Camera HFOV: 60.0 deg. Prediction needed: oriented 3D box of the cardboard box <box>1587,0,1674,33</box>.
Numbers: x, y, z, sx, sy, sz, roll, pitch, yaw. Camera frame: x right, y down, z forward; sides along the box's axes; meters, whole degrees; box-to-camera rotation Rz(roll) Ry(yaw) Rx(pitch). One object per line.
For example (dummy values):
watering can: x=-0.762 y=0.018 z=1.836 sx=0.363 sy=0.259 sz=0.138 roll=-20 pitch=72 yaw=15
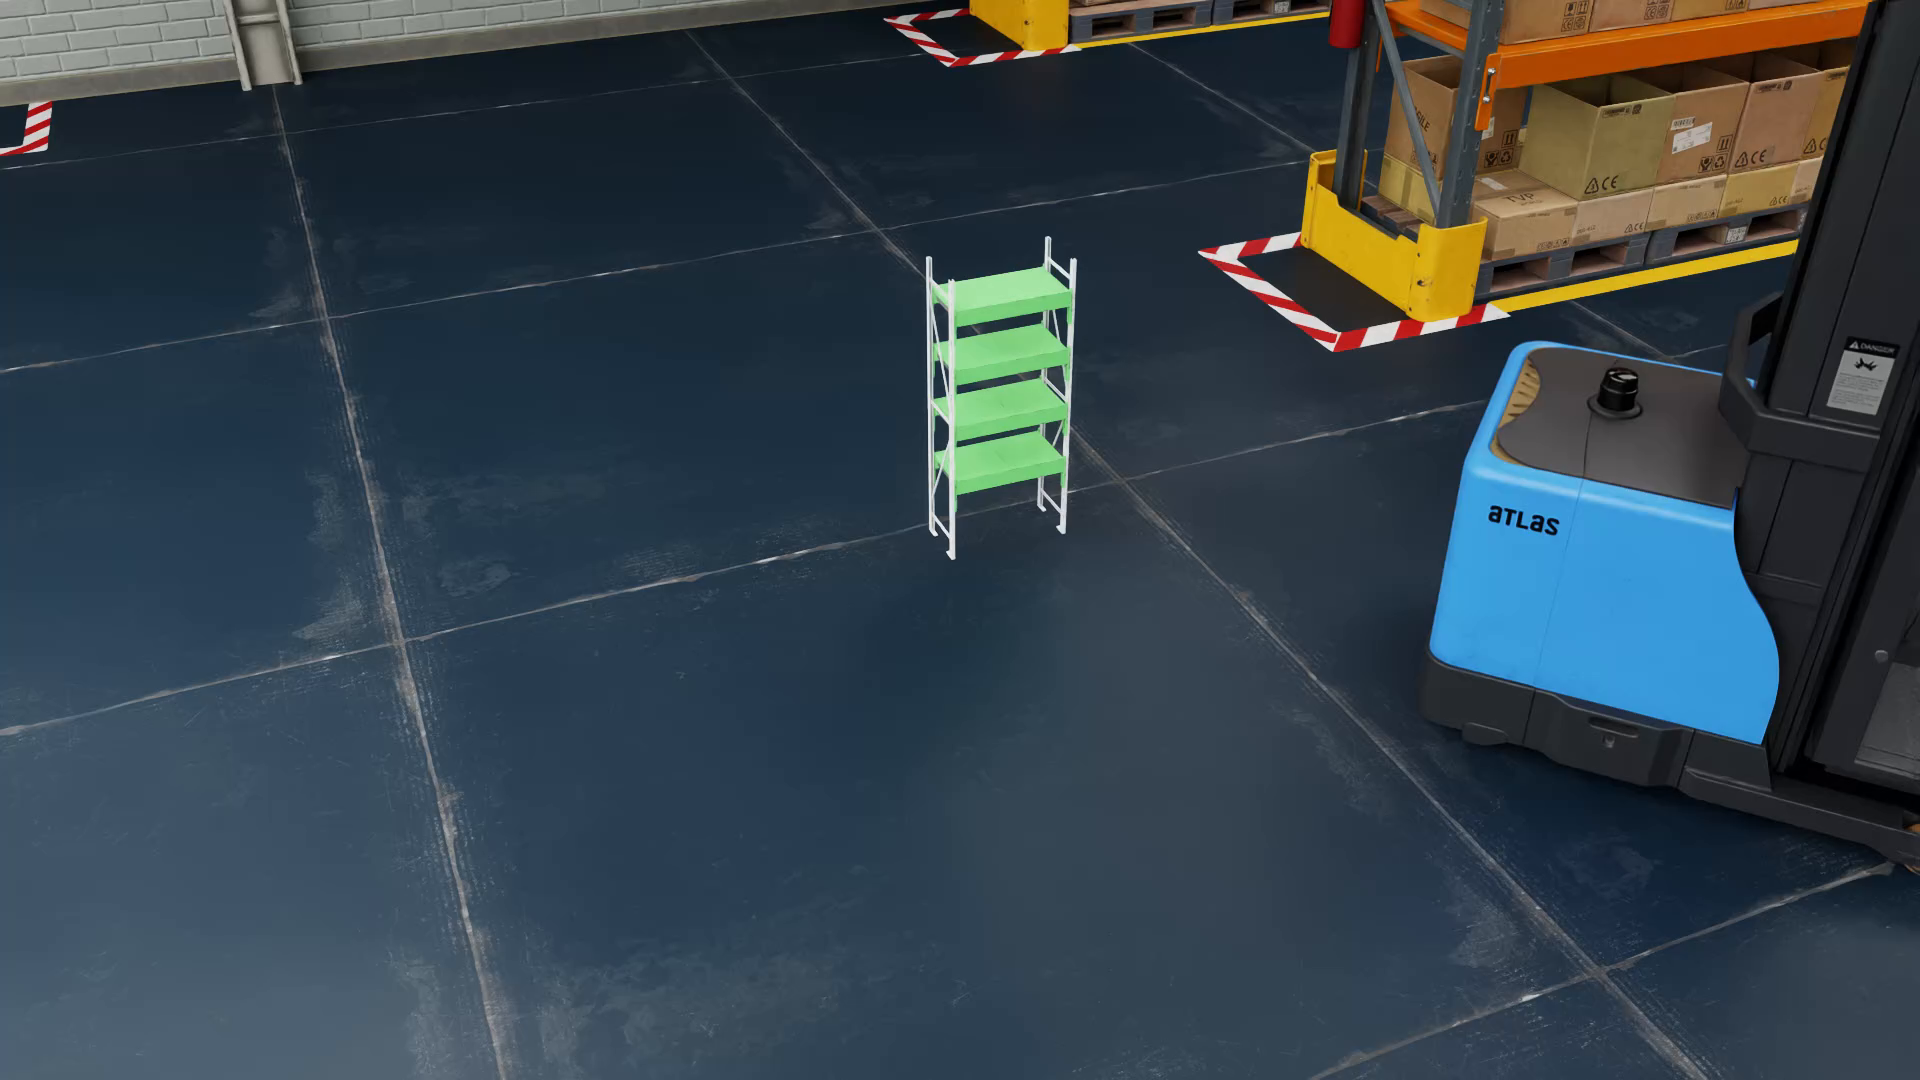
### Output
cardboard box: x=3.209 y=-2.935 z=8.419 sx=0.500 sy=0.500 sz=0.700 roll=-12 pitch=35 yaw=-18

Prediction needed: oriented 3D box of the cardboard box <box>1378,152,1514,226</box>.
cardboard box: x=2.671 y=-1.973 z=9.168 sx=0.500 sy=0.250 sz=0.500 roll=-13 pitch=35 yaw=-19

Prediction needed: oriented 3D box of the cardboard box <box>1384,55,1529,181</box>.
cardboard box: x=2.670 y=-2.288 z=8.965 sx=0.500 sy=0.500 sz=0.500 roll=-13 pitch=35 yaw=-19

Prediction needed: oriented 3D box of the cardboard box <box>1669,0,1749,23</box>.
cardboard box: x=3.669 y=-3.037 z=8.575 sx=0.500 sy=0.500 sz=0.700 roll=-13 pitch=35 yaw=-19

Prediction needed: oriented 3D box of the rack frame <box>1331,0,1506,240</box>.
rack frame: x=2.291 y=-2.688 z=8.130 sx=0.127 sy=3.000 sz=1.000 roll=-13 pitch=35 yaw=-19

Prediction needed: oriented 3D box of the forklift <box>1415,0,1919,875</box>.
forklift: x=3.129 y=-0.473 z=4.789 sx=3.031 sy=2.935 sz=1.130 roll=14 pitch=36 yaw=21

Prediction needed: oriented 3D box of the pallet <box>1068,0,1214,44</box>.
pallet: x=1.203 y=-4.179 z=12.979 sx=1.213 sy=0.211 sz=1.003 roll=-13 pitch=35 yaw=-19

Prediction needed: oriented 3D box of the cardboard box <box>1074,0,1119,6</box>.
cardboard box: x=1.043 y=-4.336 z=12.726 sx=0.500 sy=0.311 sz=0.500 roll=-17 pitch=37 yaw=-24

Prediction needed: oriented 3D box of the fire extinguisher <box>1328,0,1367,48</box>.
fire extinguisher: x=2.002 y=-2.864 z=8.472 sx=0.183 sy=0.674 sz=0.296 roll=-13 pitch=35 yaw=-19

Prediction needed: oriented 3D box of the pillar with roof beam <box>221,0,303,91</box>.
pillar with roof beam: x=-3.185 y=-4.844 z=5.943 sx=0.400 sy=9.000 sz=9.100 roll=-13 pitch=35 yaw=-19

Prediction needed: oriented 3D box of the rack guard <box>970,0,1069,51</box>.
rack guard: x=0.440 y=-4.146 z=12.664 sx=0.348 sy=0.500 sz=1.175 roll=-13 pitch=35 yaw=-19

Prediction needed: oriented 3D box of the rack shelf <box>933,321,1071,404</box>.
rack shelf: x=0.153 y=-0.685 z=6.380 sx=0.480 sy=0.148 sz=0.258 roll=-13 pitch=35 yaw=-19

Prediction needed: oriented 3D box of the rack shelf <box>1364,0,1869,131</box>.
rack shelf: x=4.135 y=-2.808 z=8.975 sx=4.000 sy=0.370 sz=1.077 roll=-13 pitch=35 yaw=-19

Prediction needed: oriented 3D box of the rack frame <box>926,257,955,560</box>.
rack frame: x=-0.072 y=-0.486 z=6.397 sx=0.015 sy=1.200 sz=0.240 roll=-13 pitch=35 yaw=-19

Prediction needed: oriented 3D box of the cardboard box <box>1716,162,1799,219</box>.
cardboard box: x=4.255 y=-2.028 z=9.253 sx=0.500 sy=0.250 sz=0.500 roll=-13 pitch=35 yaw=-19

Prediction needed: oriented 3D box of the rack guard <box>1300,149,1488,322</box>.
rack guard: x=2.269 y=-1.635 z=8.804 sx=0.348 sy=0.500 sz=1.175 roll=-13 pitch=35 yaw=-19

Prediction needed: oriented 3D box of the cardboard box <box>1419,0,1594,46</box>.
cardboard box: x=2.726 y=-2.822 z=8.244 sx=0.500 sy=0.500 sz=0.700 roll=-13 pitch=35 yaw=-19

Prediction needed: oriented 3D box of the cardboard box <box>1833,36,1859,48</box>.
cardboard box: x=5.171 y=-2.562 z=9.386 sx=0.500 sy=0.500 sz=0.500 roll=-13 pitch=35 yaw=-19

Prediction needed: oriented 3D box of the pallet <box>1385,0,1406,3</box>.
pallet: x=3.452 y=-4.694 z=13.770 sx=1.213 sy=0.211 sz=1.003 roll=-13 pitch=35 yaw=-19

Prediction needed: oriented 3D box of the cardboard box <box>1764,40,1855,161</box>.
cardboard box: x=4.711 y=-2.455 z=9.221 sx=0.500 sy=0.500 sz=0.500 roll=-13 pitch=35 yaw=-19

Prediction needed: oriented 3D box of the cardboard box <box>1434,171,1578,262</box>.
cardboard box: x=2.872 y=-1.712 z=8.768 sx=0.500 sy=0.250 sz=0.500 roll=-13 pitch=35 yaw=-19

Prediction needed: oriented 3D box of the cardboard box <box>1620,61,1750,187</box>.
cardboard box: x=3.788 y=-2.245 z=8.899 sx=0.500 sy=0.500 sz=0.500 roll=-13 pitch=35 yaw=-19

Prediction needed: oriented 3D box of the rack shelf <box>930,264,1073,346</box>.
rack shelf: x=0.153 y=-0.887 z=6.250 sx=0.480 sy=0.148 sz=0.258 roll=-13 pitch=35 yaw=-19

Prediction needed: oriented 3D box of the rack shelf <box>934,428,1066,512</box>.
rack shelf: x=0.153 y=-0.283 z=6.642 sx=0.480 sy=0.148 sz=0.258 roll=-13 pitch=35 yaw=-19

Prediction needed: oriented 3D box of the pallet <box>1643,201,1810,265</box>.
pallet: x=4.103 y=-1.957 z=9.564 sx=1.213 sy=0.211 sz=1.003 roll=-13 pitch=35 yaw=-19

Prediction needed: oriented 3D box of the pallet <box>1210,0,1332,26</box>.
pallet: x=2.326 y=-4.434 z=13.371 sx=1.213 sy=0.211 sz=1.003 roll=-13 pitch=35 yaw=-19

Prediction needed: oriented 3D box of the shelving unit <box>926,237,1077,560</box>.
shelving unit: x=0.153 y=-0.538 z=6.476 sx=0.503 sy=1.200 sz=0.258 roll=-13 pitch=35 yaw=-19

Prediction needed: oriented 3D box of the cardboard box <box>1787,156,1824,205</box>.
cardboard box: x=4.716 y=-2.134 z=9.416 sx=0.500 sy=0.250 sz=0.500 roll=-13 pitch=35 yaw=-19

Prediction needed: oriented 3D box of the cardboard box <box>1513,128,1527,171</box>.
cardboard box: x=3.127 y=-2.084 z=9.339 sx=0.500 sy=0.250 sz=0.500 roll=-13 pitch=35 yaw=-19

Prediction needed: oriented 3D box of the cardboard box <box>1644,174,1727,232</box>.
cardboard box: x=3.792 y=-1.925 z=9.095 sx=0.500 sy=0.250 sz=0.500 roll=-13 pitch=35 yaw=-19

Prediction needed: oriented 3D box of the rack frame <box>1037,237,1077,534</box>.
rack frame: x=0.378 y=-0.589 z=6.556 sx=0.015 sy=1.200 sz=0.240 roll=-13 pitch=35 yaw=-19

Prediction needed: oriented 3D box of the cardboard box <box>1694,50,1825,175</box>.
cardboard box: x=4.256 y=-2.342 z=9.048 sx=0.500 sy=0.500 sz=0.500 roll=-13 pitch=35 yaw=-19

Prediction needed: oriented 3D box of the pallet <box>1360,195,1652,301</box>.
pallet: x=2.980 y=-1.701 z=9.171 sx=1.213 sy=0.211 sz=1.003 roll=-13 pitch=35 yaw=-19

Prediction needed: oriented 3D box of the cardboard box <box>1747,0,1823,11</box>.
cardboard box: x=4.153 y=-3.150 z=8.749 sx=0.500 sy=0.500 sz=0.700 roll=-12 pitch=35 yaw=-18

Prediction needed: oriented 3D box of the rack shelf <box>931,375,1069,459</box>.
rack shelf: x=0.153 y=-0.484 z=6.511 sx=0.480 sy=0.148 sz=0.258 roll=-13 pitch=35 yaw=-19

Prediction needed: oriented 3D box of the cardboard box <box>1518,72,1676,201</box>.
cardboard box: x=3.332 y=-2.133 z=8.727 sx=0.500 sy=0.500 sz=0.500 roll=-13 pitch=35 yaw=-19

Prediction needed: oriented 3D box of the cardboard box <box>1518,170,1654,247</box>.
cardboard box: x=3.331 y=-1.820 z=8.933 sx=0.500 sy=0.250 sz=0.500 roll=-13 pitch=35 yaw=-19
